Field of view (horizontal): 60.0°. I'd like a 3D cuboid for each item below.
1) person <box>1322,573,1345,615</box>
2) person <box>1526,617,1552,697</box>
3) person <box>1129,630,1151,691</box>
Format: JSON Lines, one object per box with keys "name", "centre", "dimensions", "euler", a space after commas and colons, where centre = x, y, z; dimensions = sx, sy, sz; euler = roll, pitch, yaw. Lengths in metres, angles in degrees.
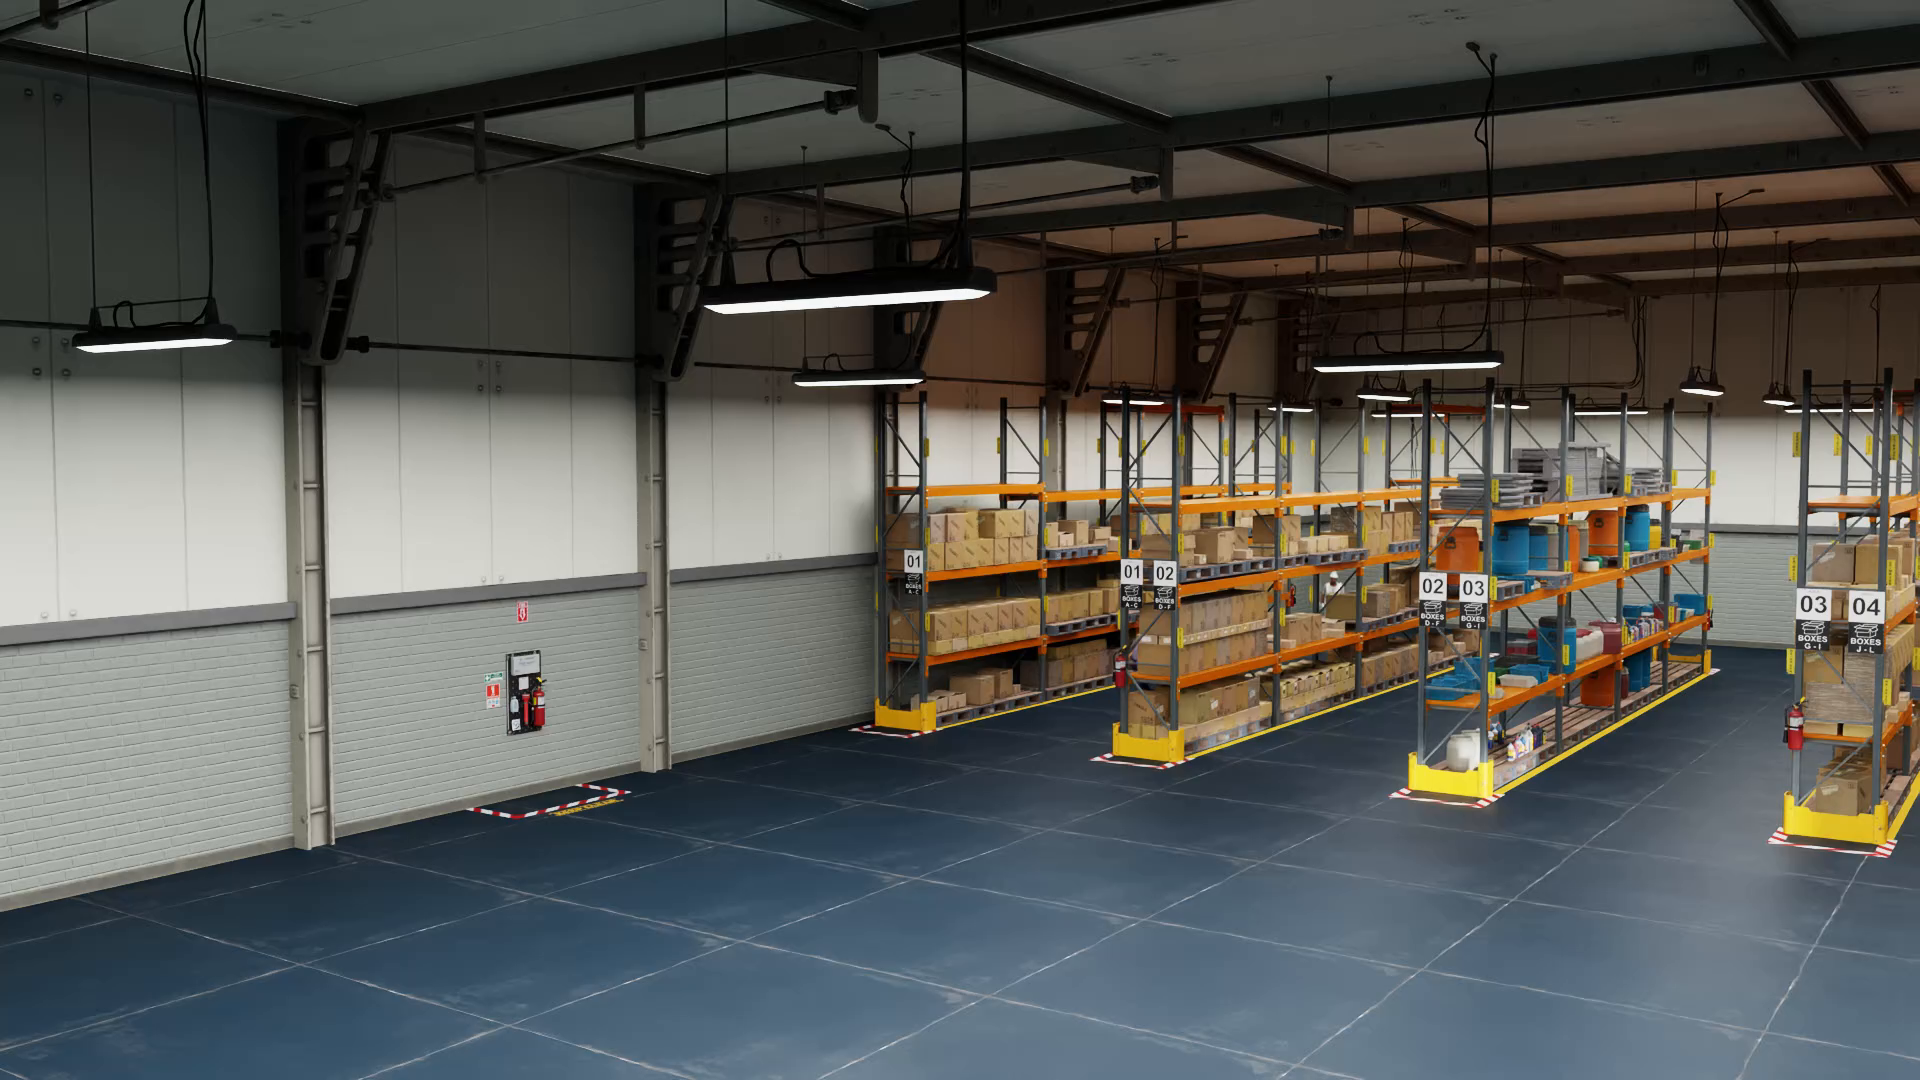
{"name": "person", "centre": [9.702, 1.716, 43.195], "dimensions": [0.570, 1.734, 1.038], "euler": [0, 3, 5]}
{"name": "person", "centre": [11.706, 2.339, 33.329], "dimensions": [0.710, 1.637, 0.720], "euler": [3, 4, 45]}
{"name": "person", "centre": [3.446, 2.417, 31.956], "dimensions": [1.007, 1.589, 0.525], "euler": [-3, 4, -45]}
